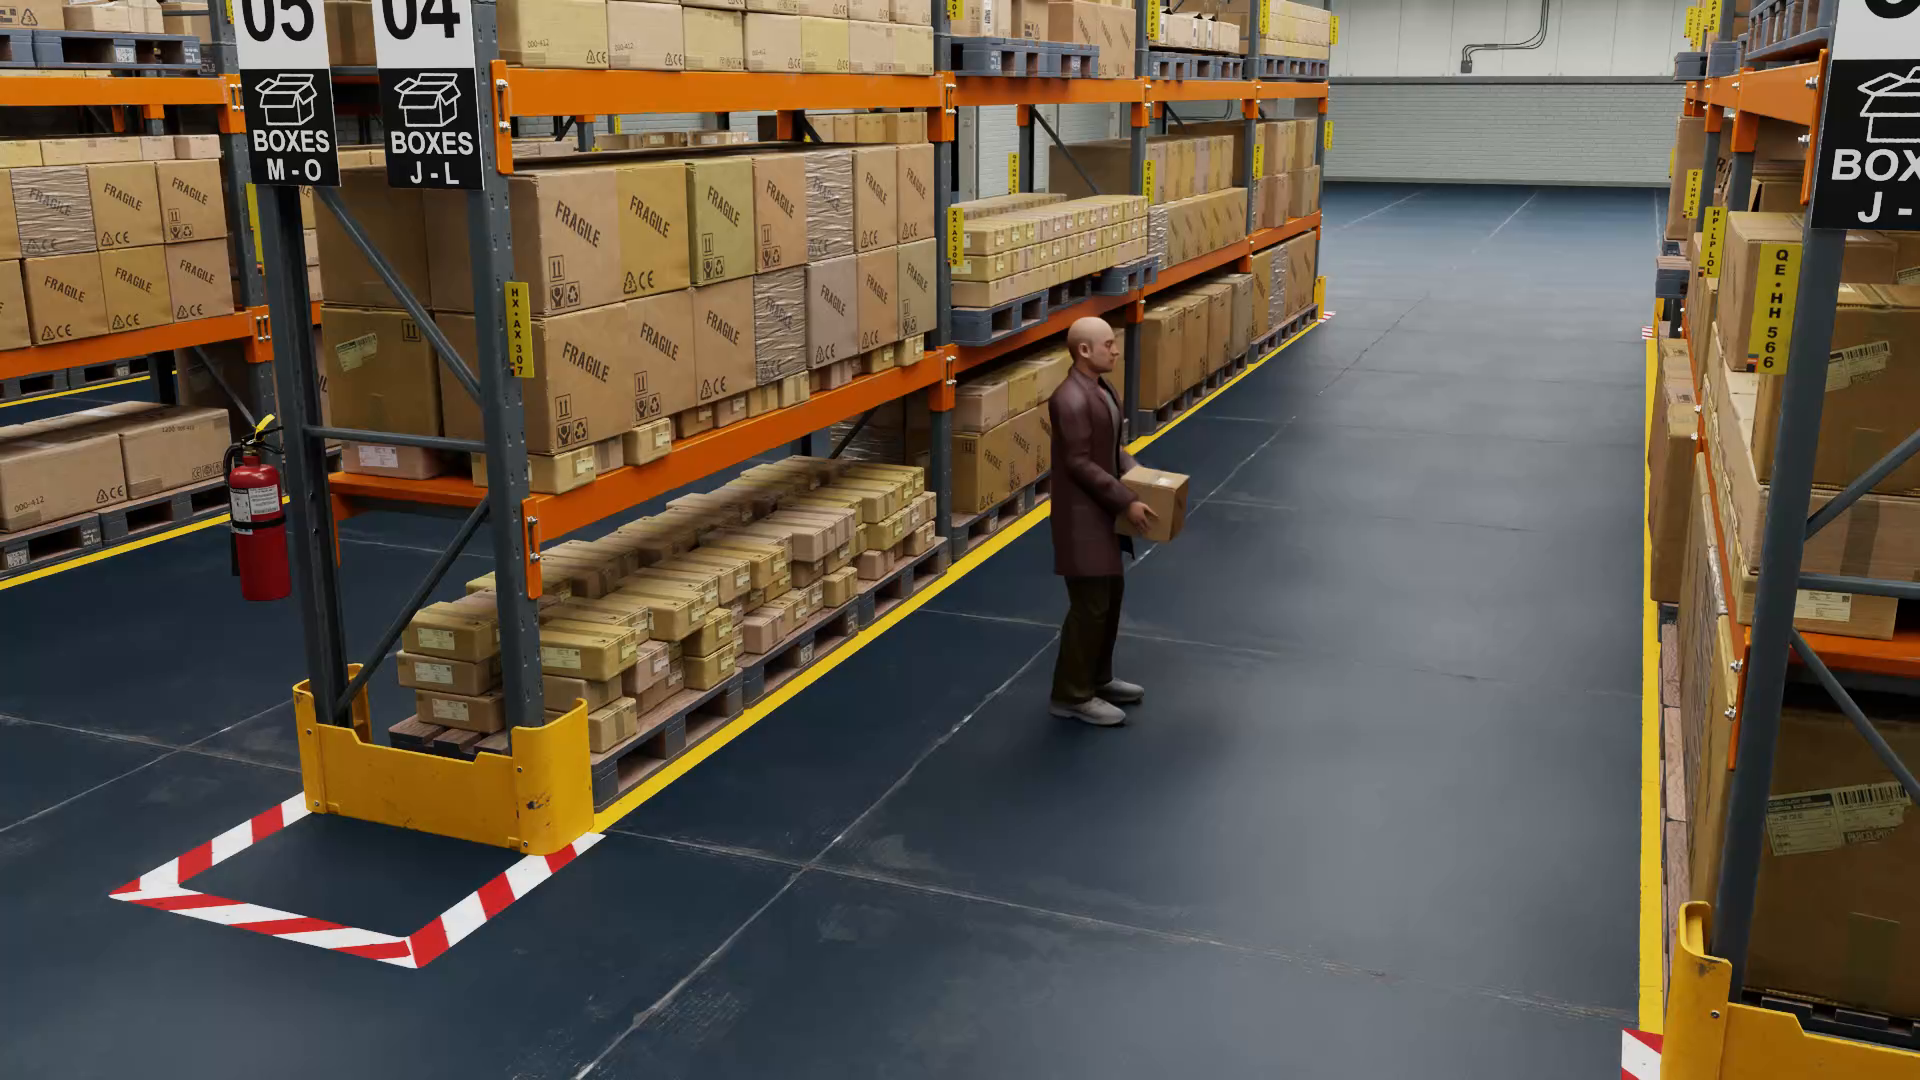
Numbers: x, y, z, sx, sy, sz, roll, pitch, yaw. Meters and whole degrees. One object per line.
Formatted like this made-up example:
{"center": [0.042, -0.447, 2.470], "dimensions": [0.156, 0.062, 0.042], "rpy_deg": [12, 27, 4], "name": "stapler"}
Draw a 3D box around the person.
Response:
{"center": [0.662, -0.092, 7.372], "dimensions": [0.508, 1.782, 0.563], "rpy_deg": [6, 16, 20], "name": "person"}
